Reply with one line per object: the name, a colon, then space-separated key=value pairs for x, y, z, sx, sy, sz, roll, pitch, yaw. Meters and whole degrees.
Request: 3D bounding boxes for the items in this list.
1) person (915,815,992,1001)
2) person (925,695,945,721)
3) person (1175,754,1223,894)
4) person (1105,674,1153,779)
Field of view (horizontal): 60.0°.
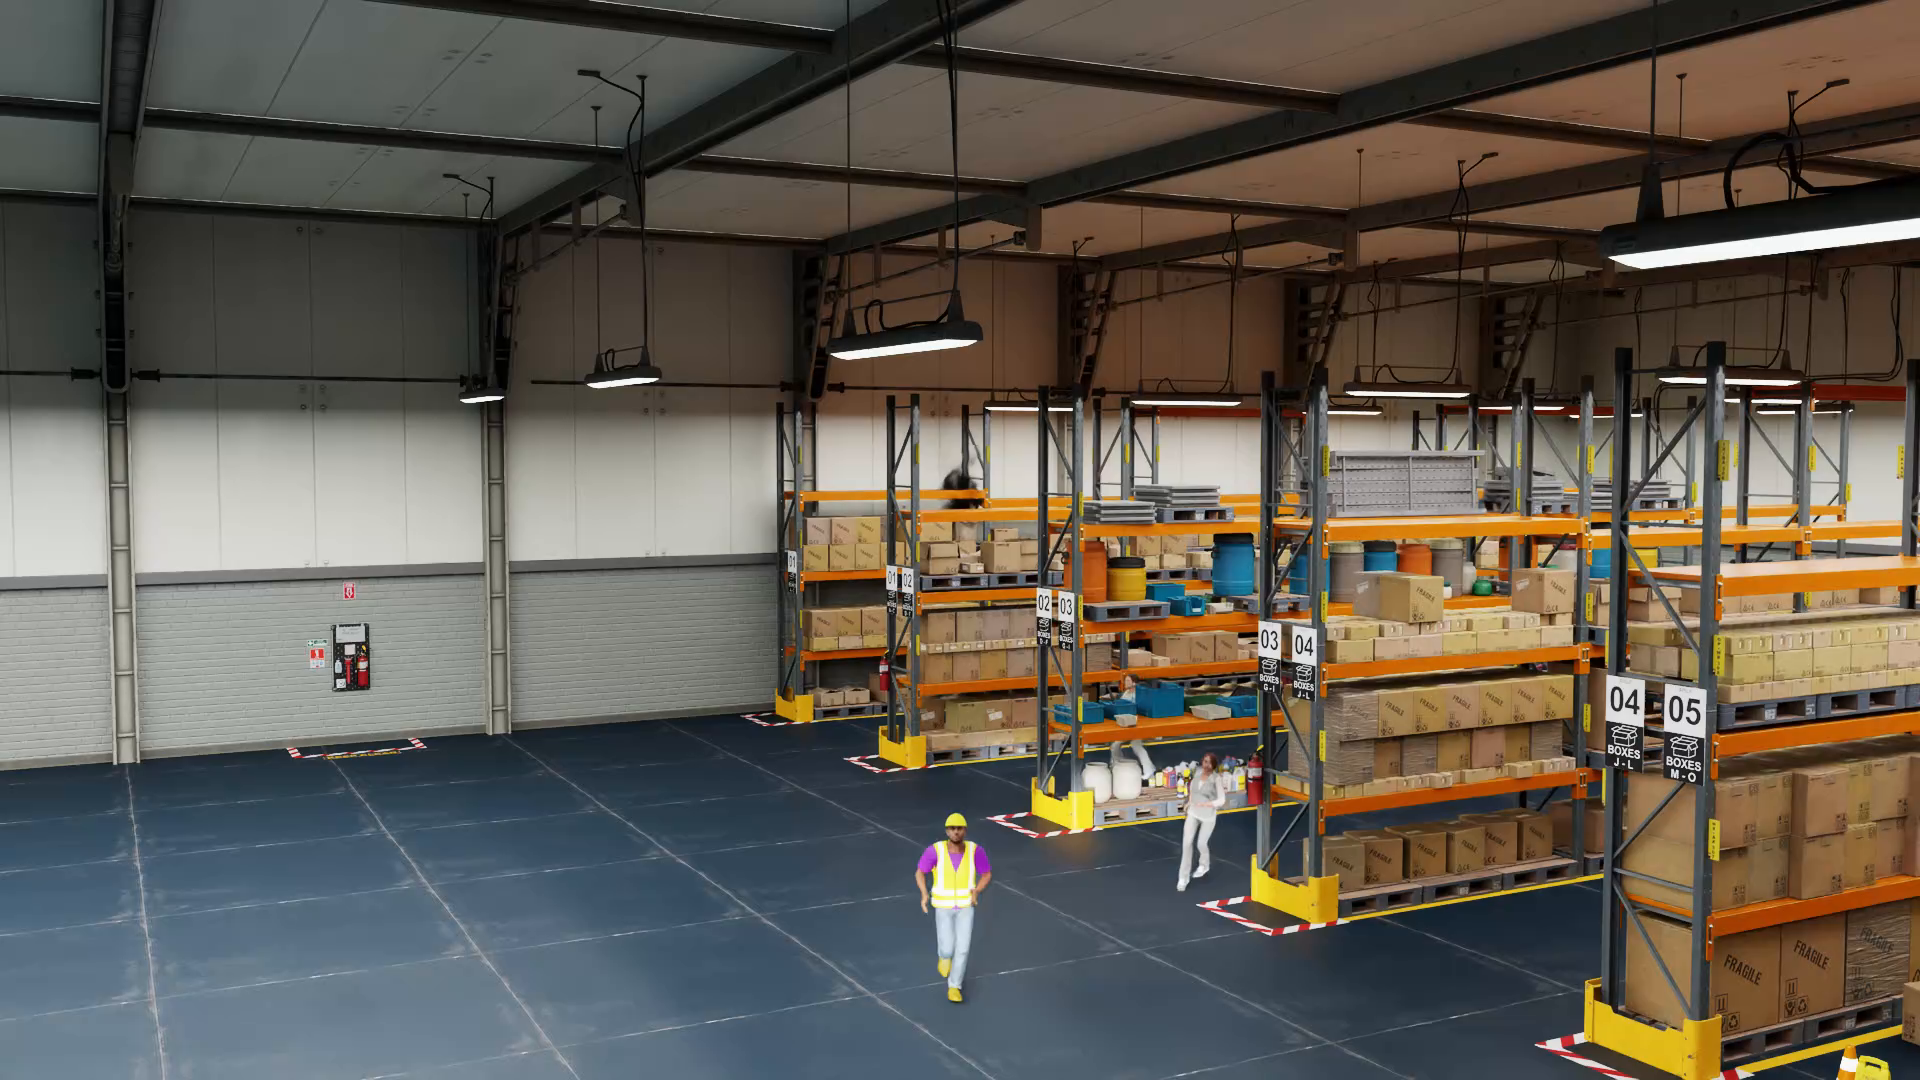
person: x=-0.054 y=3.426 z=15.482 sx=0.712 sy=1.726 sz=0.578 roll=0 pitch=3 yaw=-5
person: x=-0.556 y=2.728 z=29.094 sx=0.790 sy=1.558 sz=0.540 roll=-2 pitch=4 yaw=-35
person: x=2.829 y=3.280 z=19.408 sx=0.551 sy=1.599 sz=0.760 roll=2 pitch=4 yaw=30
person: x=2.509 y=2.870 z=25.322 sx=0.953 sy=1.670 sz=0.558 roll=-2 pitch=4 yaw=-29
